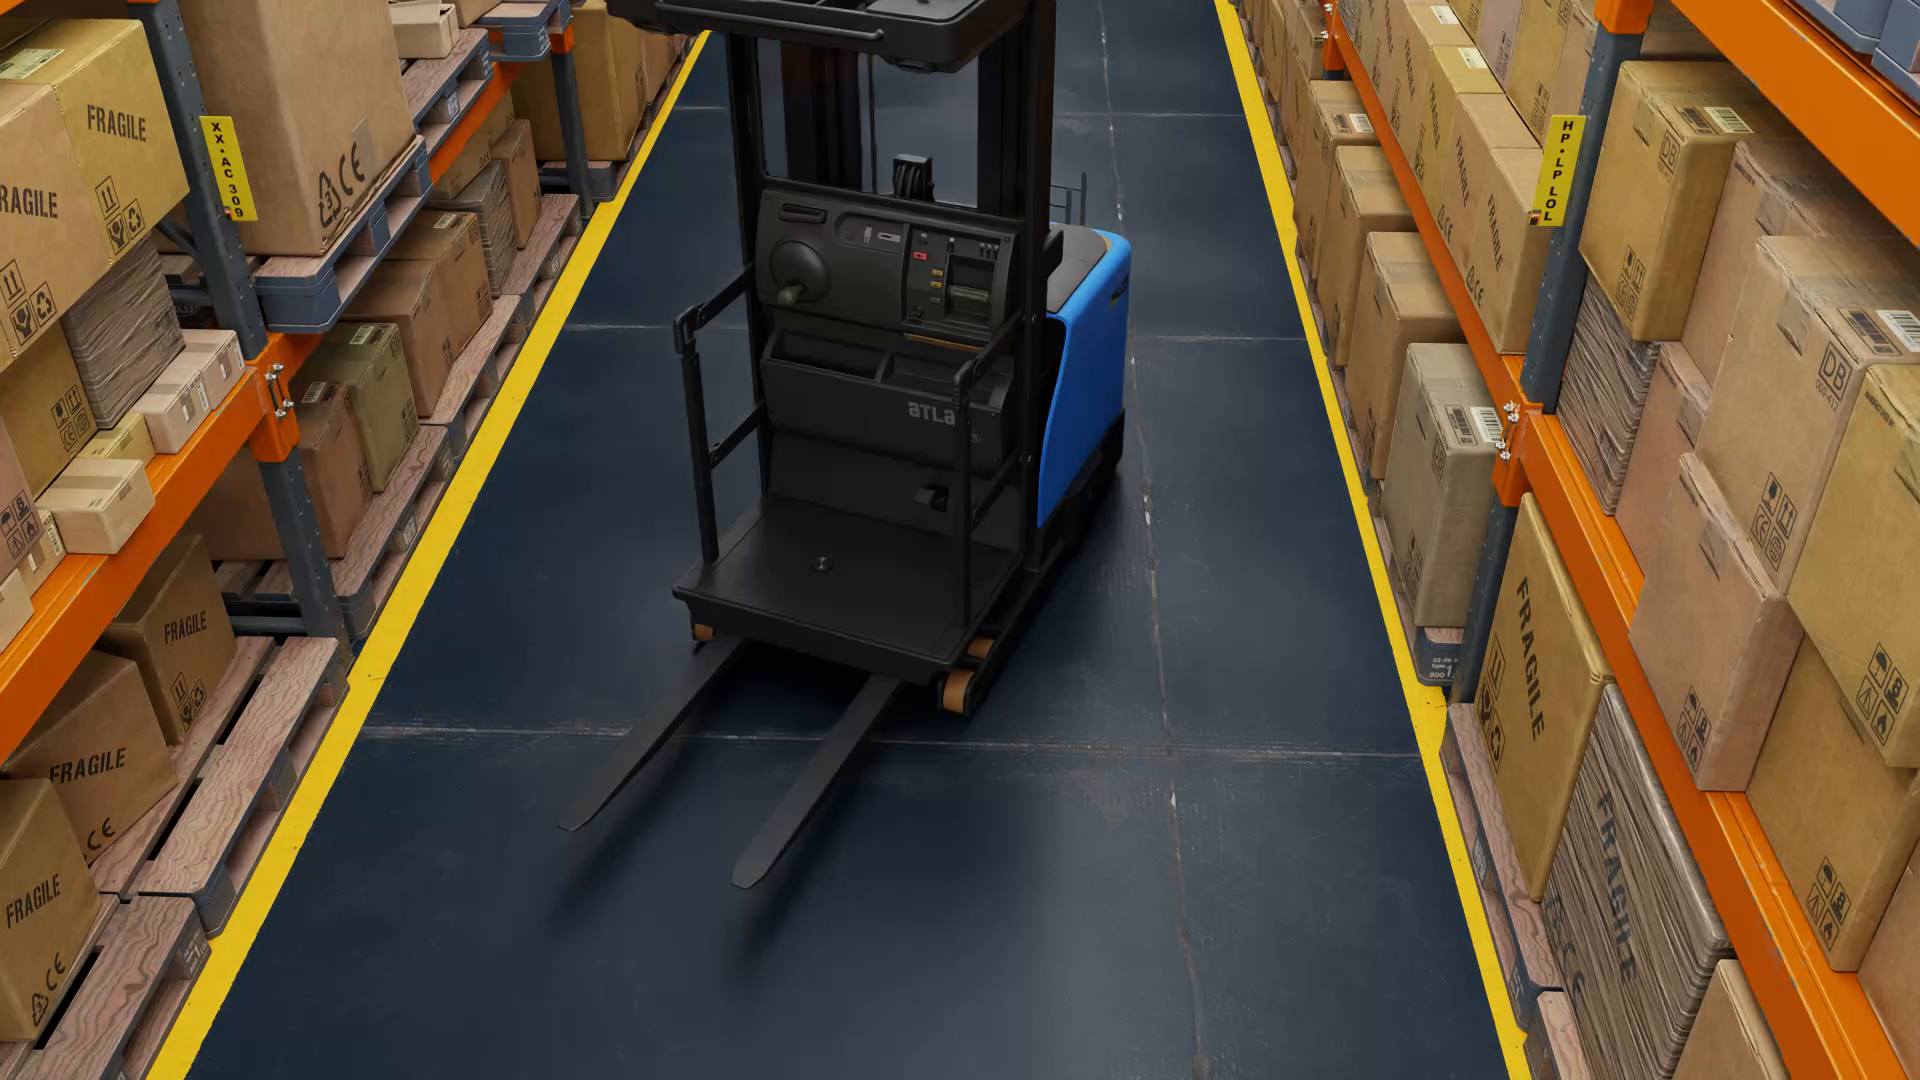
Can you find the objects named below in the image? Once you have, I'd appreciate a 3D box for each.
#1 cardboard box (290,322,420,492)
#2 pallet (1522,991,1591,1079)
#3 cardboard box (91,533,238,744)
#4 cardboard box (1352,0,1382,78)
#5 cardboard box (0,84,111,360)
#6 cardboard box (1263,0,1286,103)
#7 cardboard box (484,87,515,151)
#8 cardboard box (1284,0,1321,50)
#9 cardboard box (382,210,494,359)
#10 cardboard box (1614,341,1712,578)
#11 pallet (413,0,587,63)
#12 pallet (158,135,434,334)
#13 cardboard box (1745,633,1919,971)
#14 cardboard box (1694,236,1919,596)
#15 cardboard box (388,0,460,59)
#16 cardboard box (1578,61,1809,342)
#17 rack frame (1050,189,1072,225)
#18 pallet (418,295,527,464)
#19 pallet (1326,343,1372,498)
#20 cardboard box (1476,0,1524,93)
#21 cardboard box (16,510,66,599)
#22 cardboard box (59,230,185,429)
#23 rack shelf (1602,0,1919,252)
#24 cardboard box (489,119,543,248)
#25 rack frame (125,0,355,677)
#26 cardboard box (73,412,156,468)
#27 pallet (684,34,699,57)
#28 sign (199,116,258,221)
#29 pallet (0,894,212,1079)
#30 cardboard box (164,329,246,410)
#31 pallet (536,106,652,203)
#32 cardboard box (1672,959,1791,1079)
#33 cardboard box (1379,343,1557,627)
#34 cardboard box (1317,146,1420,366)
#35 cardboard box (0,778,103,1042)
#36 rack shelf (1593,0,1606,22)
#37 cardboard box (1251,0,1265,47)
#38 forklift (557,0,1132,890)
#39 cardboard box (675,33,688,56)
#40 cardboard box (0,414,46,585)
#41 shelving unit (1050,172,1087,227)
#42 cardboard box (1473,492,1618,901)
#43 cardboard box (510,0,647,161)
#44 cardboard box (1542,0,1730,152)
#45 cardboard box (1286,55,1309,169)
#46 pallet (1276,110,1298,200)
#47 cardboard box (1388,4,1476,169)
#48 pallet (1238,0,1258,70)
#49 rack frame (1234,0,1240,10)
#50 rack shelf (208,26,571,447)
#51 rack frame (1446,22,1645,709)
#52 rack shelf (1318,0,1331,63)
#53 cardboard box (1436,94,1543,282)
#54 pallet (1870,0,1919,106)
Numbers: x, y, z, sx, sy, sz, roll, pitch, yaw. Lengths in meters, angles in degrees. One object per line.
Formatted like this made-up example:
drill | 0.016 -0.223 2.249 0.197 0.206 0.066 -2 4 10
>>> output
cardboard box | -2.643 -0.543 6.705 0.700 0.500 0.500 1 35 2
pallet | 2.070 1.692 4.159 1.003 0.211 1.213 1 35 2
cardboard box | -2.783 0.320 5.495 0.500 0.500 0.500 0 35 0
cardboard box | 2.080 -2.382 7.444 0.500 0.500 0.500 1 35 1
cardboard box | -2.489 -0.779 4.035 0.500 0.500 0.500 1 35 2
cardboard box | 2.181 -3.021 10.248 0.500 0.500 0.500 0 35 0
cardboard box | -2.563 -2.136 8.320 0.500 0.250 0.500 3 35 4
cardboard box | 2.161 -3.030 9.610 0.500 0.250 0.500 2 35 3
cardboard box | -2.598 -1.185 7.619 0.700 0.500 0.500 4 35 6
cardboard box | 2.223 -0.120 4.181 0.875 0.550 0.550 1 35 2
pallet | -2.488 -2.567 7.961 1.213 0.211 1.003 1 35 2
pallet | -2.551 -1.117 5.897 1.003 0.211 1.213 1 35 2
cardboard box | 2.162 0.495 3.307 0.875 0.550 0.500 1 35 2
cardboard box | 2.111 -0.253 3.432 0.875 0.550 0.550 1 35 2
cardboard box | -2.363 -2.210 7.038 0.396 0.266 0.258 0 35 1
cardboard box | 2.176 -0.879 4.323 0.875 0.550 0.550 1 35 2
rack frame | 0.337 -0.940 7.044 0.240 1.200 0.006 14 37 19
pallet | -2.651 -0.769 7.660 1.003 0.211 1.213 1 35 2
pallet | 2.227 -0.594 7.412 1.003 0.211 1.213 1 35 2
cardboard box | 2.279 -1.908 5.900 0.700 0.500 0.500 2 35 2
cardboard box | -2.572 0.046 4.295 0.380 0.149 0.250 1 35 2
cardboard box | -2.807 -0.665 4.742 0.875 0.500 0.500 1 35 2
rack shelf | 2.145 -0.371 2.686 1.077 0.370 4.000 1 35 2
cardboard box | -2.573 -1.830 8.536 0.700 0.500 0.500 0 35 -1
rack frame | -2.727 -0.760 5.222 1.000 3.000 0.127 1 35 2
cardboard box | -2.531 -0.241 4.703 0.380 0.149 0.250 1 35 2
pallet | -2.361 -3.770 11.931 1.003 0.211 1.213 1 35 2
sign | -2.184 -1.106 4.962 0.100 0.325 0.005 1 35 2
pallet | -2.765 1.471 4.474 1.003 0.211 1.213 1 35 2
cardboard box | -2.442 -0.527 5.109 0.380 0.149 0.250 1 35 2
pallet | -2.459 -2.368 9.936 1.003 0.211 1.213 1 35 2
cardboard box | 2.059 1.512 3.473 0.875 0.875 0.875 1 35 1
cardboard box | 2.160 -0.197 6.013 1.050 0.750 0.750 1 35 2
cardboard box | 2.240 -1.286 7.563 1.050 0.750 0.750 2 35 3
cardboard box | -2.745 1.008 4.516 0.500 0.500 0.500 -2 35 -2
rack shelf | 2.306 -2.669 5.956 1.077 0.370 4.000 1 35 2
cardboard box | 2.232 -3.610 11.087 0.500 0.500 0.500 3 35 4
forklift | -0.343 -0.864 5.430 1.130 2.935 3.031 14 37 19
cardboard box | -2.446 -3.777 10.998 1.225 0.875 0.875 0 35 0
cardboard box | -2.781 -0.089 3.922 0.875 0.500 0.500 1 35 2
shelving unit | 0.373 -0.988 7.112 0.258 1.200 0.189 14 37 19
cardboard box | 2.130 0.470 4.955 0.875 0.875 0.875 2 35 3
cardboard box | -2.518 -2.756 9.546 1.225 0.875 0.875 0 35 0
cardboard box | 2.239 -1.322 5.066 0.700 0.500 0.500 1 35 1
cardboard box | 2.151 -2.418 9.391 0.500 0.500 0.500 1 35 2
pallet | 2.419 -2.193 9.687 1.003 0.211 1.213 1 35 2
cardboard box | 2.038 -1.806 6.624 0.500 0.500 0.500 1 35 1
pallet | 2.517 -3.595 11.682 1.003 0.211 1.213 1 35 2
rack frame | 2.547 -5.183 11.517 1.000 3.000 0.127 1 35 2
rack shelf | -2.646 -1.614 7.064 1.077 0.370 4.000 1 35 2
rack frame | 2.225 -0.587 4.977 1.000 3.000 0.127 1 35 2
rack shelf | 2.466 -3.740 10.088 1.077 0.370 4.000 1 35 2
cardboard box | 1.999 -1.224 5.796 0.500 0.500 0.500 1 35 1
pallet | 2.130 -0.609 2.476 1.003 0.211 1.213 1 35 2
